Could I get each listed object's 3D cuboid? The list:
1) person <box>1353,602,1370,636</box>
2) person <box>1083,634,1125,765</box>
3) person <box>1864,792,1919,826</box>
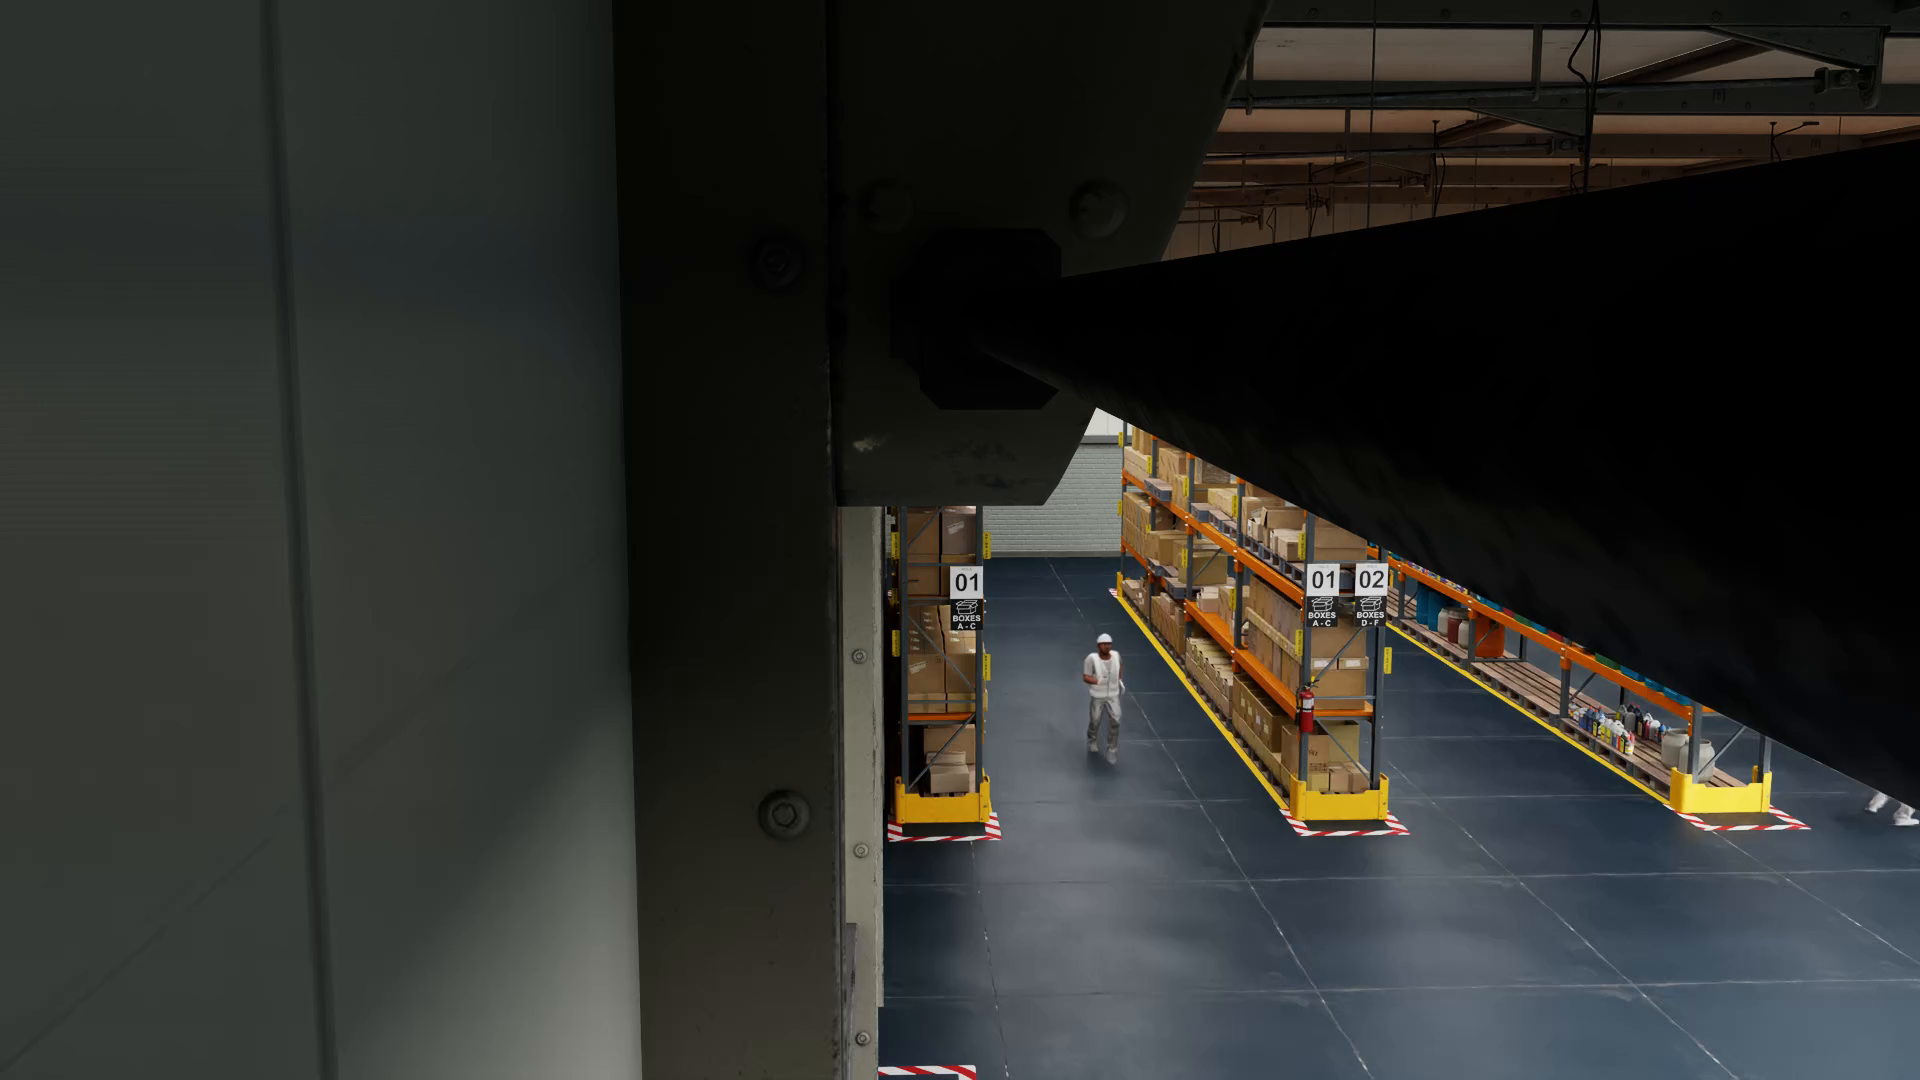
[{"bbox_3d":[6.446,1.711,27.499,0.661,1.632,0.959,-2,8,-15],"label":"person"},{"bbox_3d":[2.015,2.204,23.187,0.666,1.836,0.849,-2,8,-13],"label":"person"},{"bbox_3d":[11.611,2.659,20.317,0.834,1.681,0.644,-1,8,-7],"label":"person"}]
